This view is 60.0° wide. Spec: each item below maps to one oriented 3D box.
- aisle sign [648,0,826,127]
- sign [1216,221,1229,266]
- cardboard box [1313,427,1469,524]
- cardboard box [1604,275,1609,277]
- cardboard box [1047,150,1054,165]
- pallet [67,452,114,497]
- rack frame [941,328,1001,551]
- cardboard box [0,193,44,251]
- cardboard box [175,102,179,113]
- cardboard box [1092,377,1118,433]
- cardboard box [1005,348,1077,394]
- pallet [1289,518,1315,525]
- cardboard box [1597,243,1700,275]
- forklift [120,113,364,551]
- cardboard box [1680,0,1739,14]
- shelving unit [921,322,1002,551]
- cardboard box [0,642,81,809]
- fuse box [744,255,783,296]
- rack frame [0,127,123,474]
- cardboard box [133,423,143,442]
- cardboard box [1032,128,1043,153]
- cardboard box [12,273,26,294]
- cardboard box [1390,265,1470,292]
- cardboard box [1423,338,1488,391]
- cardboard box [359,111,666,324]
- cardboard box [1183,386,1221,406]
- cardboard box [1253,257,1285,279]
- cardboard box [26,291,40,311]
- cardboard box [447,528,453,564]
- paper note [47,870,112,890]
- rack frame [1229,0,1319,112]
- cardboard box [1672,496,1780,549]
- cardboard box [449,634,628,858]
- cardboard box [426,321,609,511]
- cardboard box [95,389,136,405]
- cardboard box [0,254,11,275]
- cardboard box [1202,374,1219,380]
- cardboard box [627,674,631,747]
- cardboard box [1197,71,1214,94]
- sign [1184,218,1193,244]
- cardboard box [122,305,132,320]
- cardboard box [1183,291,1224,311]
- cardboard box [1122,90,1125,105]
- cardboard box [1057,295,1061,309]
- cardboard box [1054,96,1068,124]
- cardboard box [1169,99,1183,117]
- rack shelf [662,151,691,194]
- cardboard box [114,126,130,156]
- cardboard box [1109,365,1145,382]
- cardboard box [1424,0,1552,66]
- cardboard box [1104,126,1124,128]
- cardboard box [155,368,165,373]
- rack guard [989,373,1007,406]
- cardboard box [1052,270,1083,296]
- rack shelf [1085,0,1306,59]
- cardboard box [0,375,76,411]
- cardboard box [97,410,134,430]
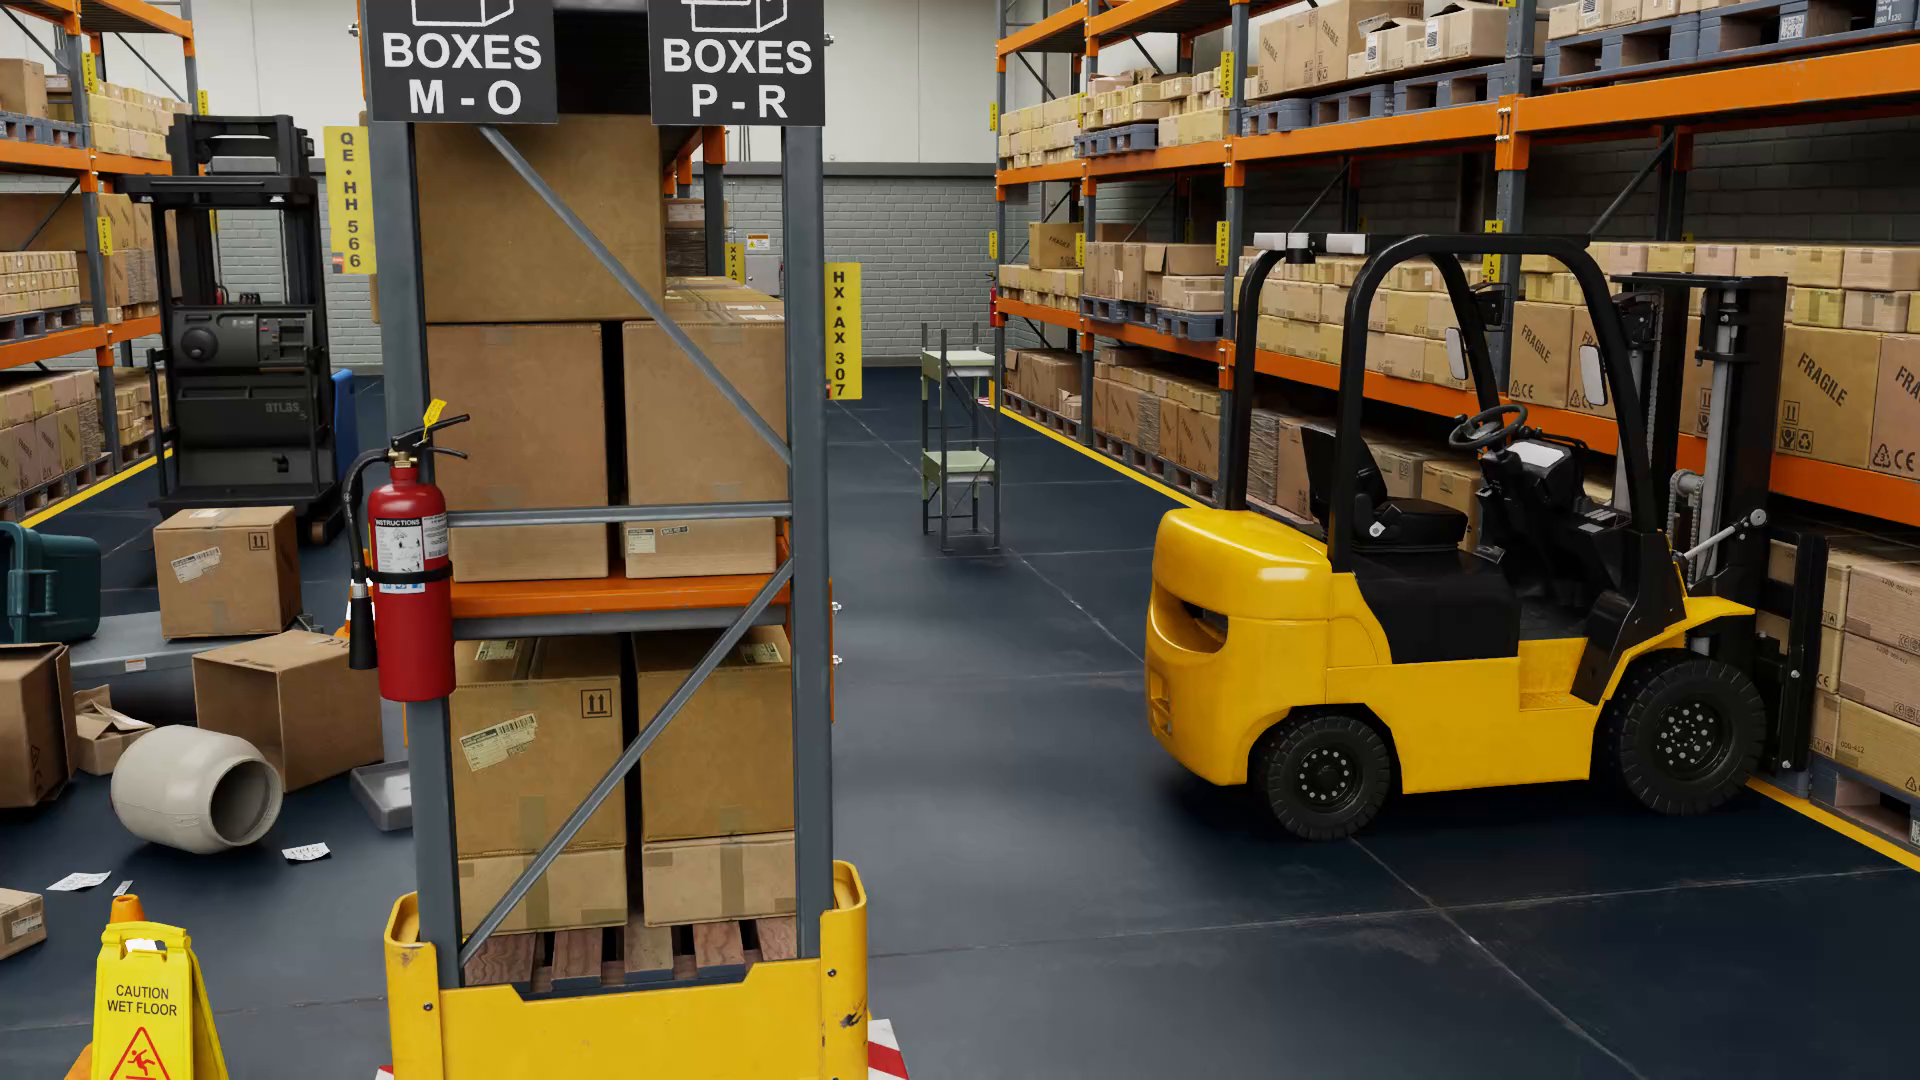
[{"bbox_3d":[-0.503,-1.332,3.718,0.394,0.787,0.004,-2,11,-11],"label":"aisle sign"},{"bbox_3d":[1.963,-2.212,12.408,0.100,0.325,0.005,-2,11,-11],"label":"sign"},{"bbox_3d":[2.867,-0.385,10.924,0.875,0.625,0.625,-3,11,-13],"label":"cardboard box"},{"bbox_3d":[3.205,-1.175,7.845,0.380,0.149,0.250,-2,11,-11],"label":"cardboard box"},{"bbox_3d":[1.146,-4.078,17.749,0.380,0.149,0.250,-2,11,-10],"label":"cardboard box"},{"bbox_3d":[-7.836,-0.544,13.992,1.003,0.211,1.213,-2,11,-11],"label":"pallet"},{"bbox_3d":[0.073,-0.668,11.197,0.400,1.500,0.023,-2,11,-11],"label":"rack frame"},{"bbox_3d":[-8.345,-2.820,14.752,0.500,0.500,0.500,-3,11,-13],"label":"cardboard box"},{"bbox_3d":[-8.441,-4.534,17.469,0.380,0.149,0.250,-2,11,-10],"label":"cardboard box"},{"bbox_3d":[1.589,-1.318,16.162,0.500,0.500,0.500,-2,11,-9],"label":"cardboard box"},{"bbox_3d":[0.963,-2.035,19.918,0.797,0.503,0.637,-3,11,-13],"label":"cardboard box"},{"bbox_3d":[2.849,0.042,10.909,1.003,0.211,1.213,-2,11,-11],"label":"pallet"},{"bbox_3d":[3.240,-1.323,7.827,0.380,0.149,0.250,-2,11,-12],"label":"cardboard box"},{"bbox_3d":[-4.984,-1.448,11.464,1.130,2.935,3.031,-2,11,-10],"label":"forklift"},{"bbox_3d":[3.262,-2.349,6.963,0.396,0.266,0.258,-2,11,-12],"label":"cardboard box"},{"bbox_3d":[0.001,-0.736,11.550,0.431,1.500,0.755,-2,11,-11],"label":"shelving unit"},{"bbox_3d":[-3.834,0.704,6.290,0.797,0.637,0.503,-2,11,-11],"label":"cardboard box"},{"bbox_3d":[-2.962,-3.439,25.189,0.539,1.711,0.414,-2,11,-11],"label":"fuse box"},{"bbox_3d":[-7.989,-2.057,14.481,1.000,3.000,0.127,-2,11,-11],"label":"rack frame"},{"bbox_3d":[-7.796,-0.990,15.377,0.380,0.149,0.250,-2,11,-9],"label":"cardboard box"},{"bbox_3d":[1.085,-4.344,18.081,0.500,0.250,0.500,-2,11,-12],"label":"cardboard box"},{"bbox_3d":[-7.458,-1.979,12.822,0.380,0.149,0.250,-2,11,-11],"label":"cardboard box"},{"bbox_3d":[2.742,-1.529,9.704,0.380,0.149,0.250,-2,11,-13],"label":"cardboard box"},{"bbox_3d":[2.917,-0.979,9.217,0.500,0.250,0.500,-2,11,-10],"label":"cardboard box"},{"bbox_3d":[-1.132,-0.827,4.281,0.700,0.500,0.500,-2,11,-12],"label":"cardboard box"},{"bbox_3d":[2.057,-1.180,13.703,0.380,0.149,0.250,-2,11,-13],"label":"cardboard box"},{"bbox_3d":[2.320,-1.953,11.932,0.380,0.149,0.250,-2,11,-10],"label":"cardboard box"},{"bbox_3d":[-7.511,-1.884,13.121,0.380,0.149,0.250,-3,11,-13],"label":"cardboard box"},{"bbox_3d":[-1.260,-0.034,4.527,0.380,0.149,0.250,-2,11,-12],"label":"cardboard box"},{"bbox_3d":[-2.973,1.147,5.618,0.148,0.019,0.142,2,11,9],"label":"paper note"},{"bbox_3d":[2.493,-4.650,12.061,1.000,3.000,0.127,-2,11,-11],"label":"rack frame"},{"bbox_3d":[3.255,-0.031,7.394,0.500,0.250,0.500,-2,11,-9],"label":"cardboard box"},{"bbox_3d":[-1.231,0.584,4.831,0.500,0.500,0.500,-2,11,-11],"label":"cardboard box"},{"bbox_3d":[-1.195,-0.339,4.394,0.500,0.500,0.500,-2,11,-12],"label":"cardboard box"},{"bbox_3d":[-7.945,-1.323,15.536,0.380,0.149,0.250,-2,11,-12],"label":"cardboard box"},{"bbox_3d":[-7.413,-2.077,12.545,0.380,0.149,0.250,-2,11,-12],"label":"cardboard box"},{"bbox_3d":[2.383,-1.393,14.822,0.380,0.149,0.250,-3,11,-13],"label":"cardboard box"},{"bbox_3d":[-1.526,0.669,6.390,0.500,0.250,0.500,-2,11,-12],"label":"cardboard box"},{"bbox_3d":[2.087,-3.596,13.085,0.380,0.149,0.250,-2,11,-13],"label":"cardboard box"},{"bbox_3d":[2.259,-3.026,16.478,0.100,0.325,0.005,-2,11,-11],"label":"sign"},{"bbox_3d":[-7.996,-2.139,15.585,0.380,0.149,0.250,-3,11,-14],"label":"cardboard box"},{"bbox_3d":[1.989,-1.892,13.166,0.380,0.149,0.250,-2,11,-10],"label":"cardboard box"},{"bbox_3d":[1.656,-3.932,14.797,0.380,0.149,0.250,-2,11,-10],"label":"cardboard box"},{"bbox_3d":[1.235,-2.505,17.509,0.380,0.149,0.250,-2,11,-10],"label":"cardboard box"},{"bbox_3d":[1.274,-4.405,17.063,0.500,0.250,0.500,-2,11,-12],"label":"cardboard box"},{"bbox_3d":[1.964,-3.592,13.859,0.380,0.149,0.250,-2,11,-9],"label":"cardboard box"},{"bbox_3d":[-2.764,-3.009,13.384,1.077,0.370,4.000,-2,11,-11],"label":"rack shelf"},{"bbox_3d":[-7.926,-3.643,15.192,0.500,0.250,0.500,-2,11,-12],"label":"cardboard box"},{"bbox_3d":[1.654,-1.610,15.962,0.380,0.149,0.250,-2,11,-13],"label":"cardboard box"},{"bbox_3d":[2.891,-2.779,9.098,0.500,0.311,0.500,-2,11,-13],"label":"cardboard box"},{"bbox_3d":[1.545,-3.881,15.326,0.380,0.149,0.250,-2,11,-11],"label":"cardboard box"},{"bbox_3d":[-8.423,-1.753,17.793,0.380,0.149,0.250,-2,11,-10],"label":"cardboard box"},{"bbox_3d":[0.952,-1.928,20.491,1.175,0.500,0.348,-2,11,-11],"label":"rack guard"},{"bbox_3d":[1.265,-2.685,17.387,0.500,0.250,0.500,-2,11,-11],"label":"cardboard box"},{"bbox_3d":[2.104,-4.467,14.093,1.077,0.370,4.000,-2,11,-11],"label":"rack shelf"},{"bbox_3d":[-7.509,-1.182,13.438,0.500,0.250,0.500,-2,11,-8],"label":"cardboard box"},{"bbox_3d":[-7.745,-1.087,15.091,0.380,0.149,0.250,-2,11,-8],"label":"cardboard box"}]
